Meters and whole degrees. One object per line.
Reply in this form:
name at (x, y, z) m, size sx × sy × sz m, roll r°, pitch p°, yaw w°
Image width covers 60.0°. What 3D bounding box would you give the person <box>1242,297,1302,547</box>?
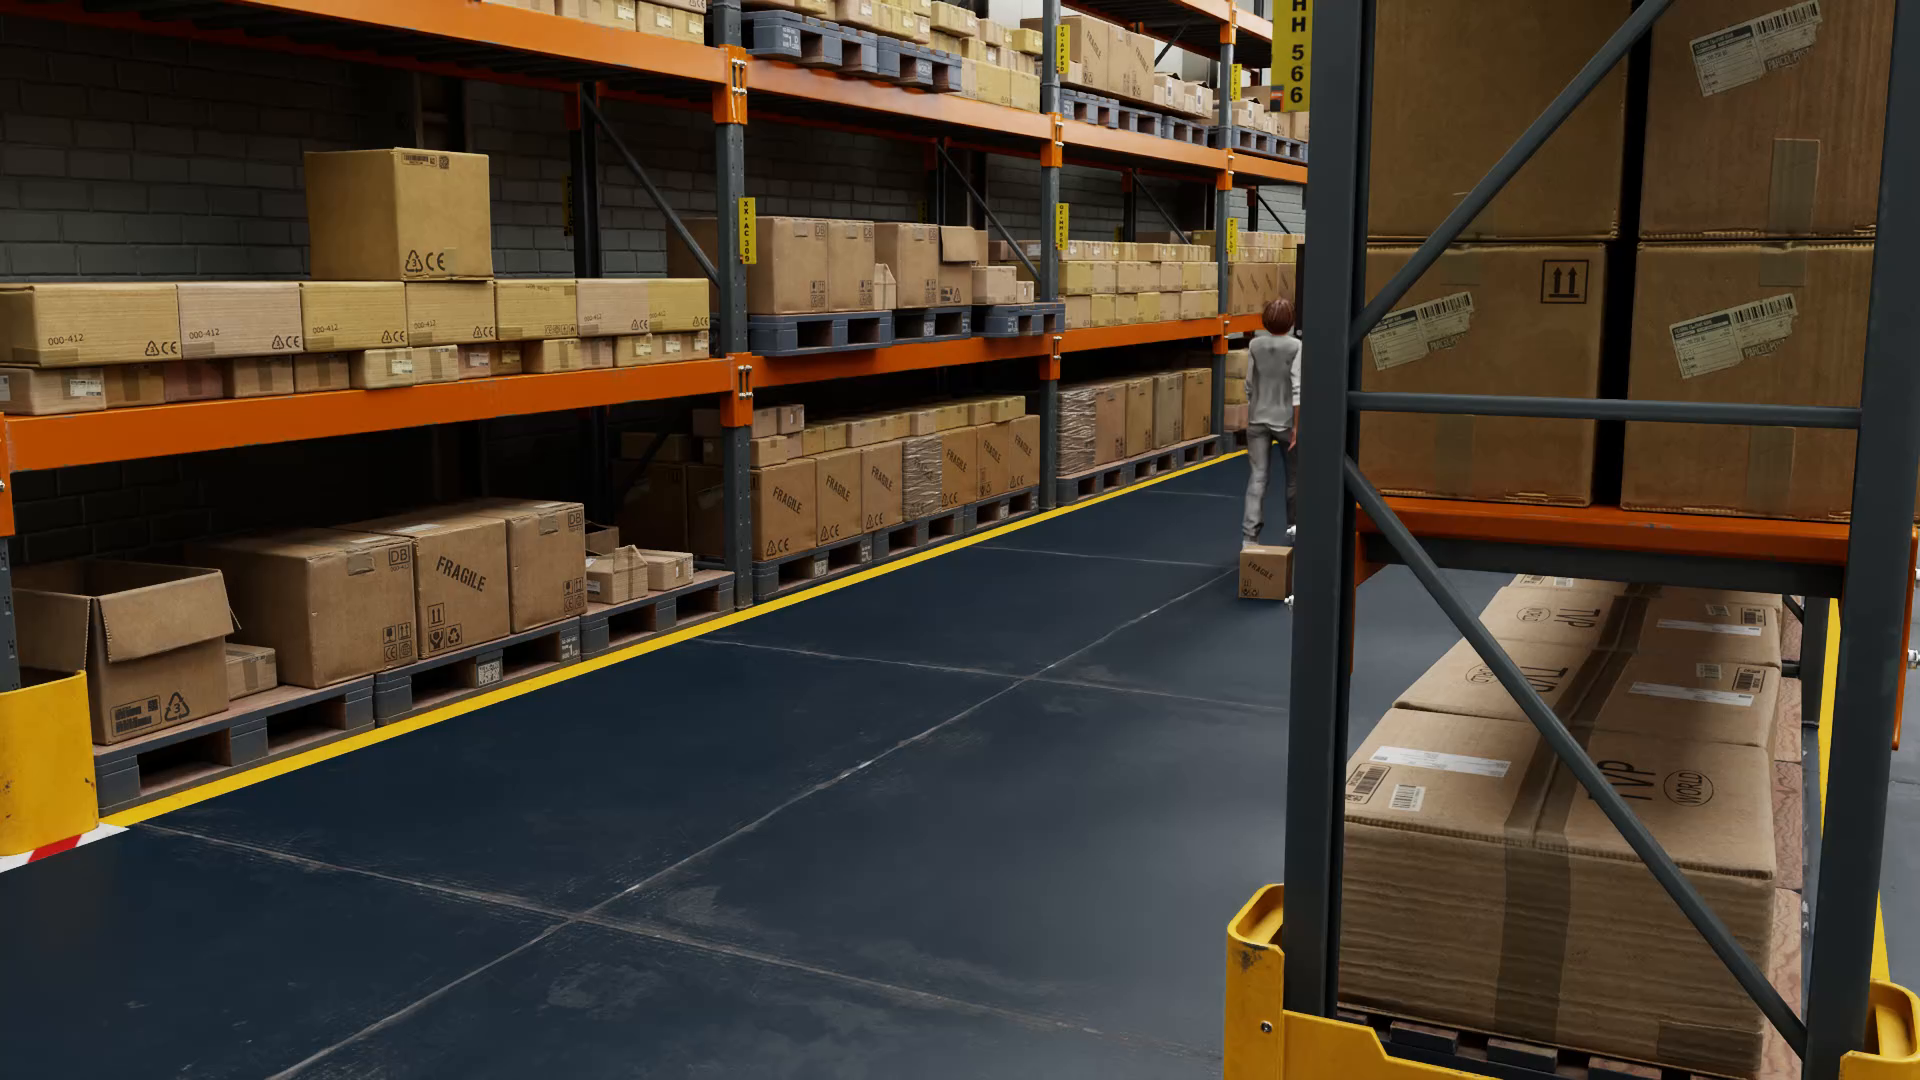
person at (1.966, -0.733, 10.343) m, size 0.422 × 1.537 × 0.963 m, roll 4°, pitch 10°, yaw 23°
